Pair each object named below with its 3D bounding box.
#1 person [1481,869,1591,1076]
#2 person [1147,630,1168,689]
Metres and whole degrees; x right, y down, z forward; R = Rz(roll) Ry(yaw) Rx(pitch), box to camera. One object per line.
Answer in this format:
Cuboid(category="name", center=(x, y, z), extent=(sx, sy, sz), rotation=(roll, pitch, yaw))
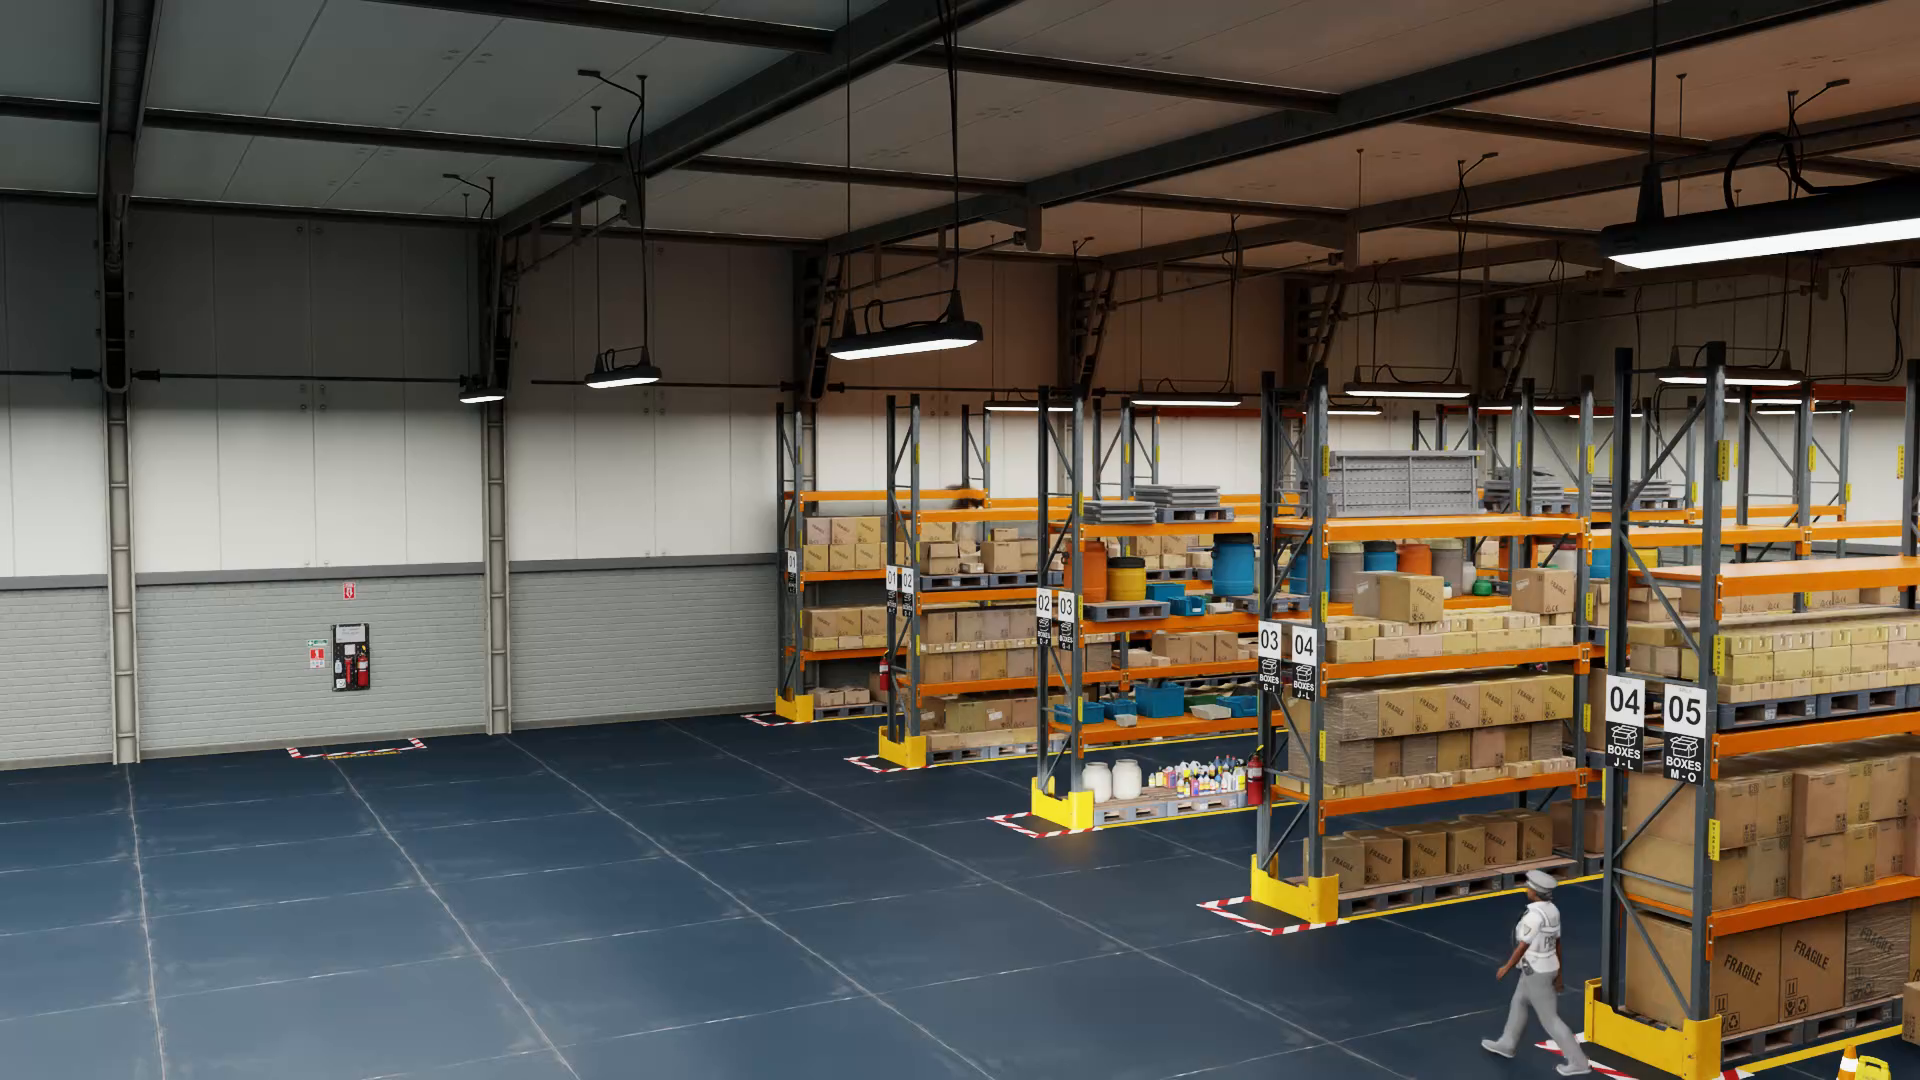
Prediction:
Cuboid(category="person", center=(4.766, 3.557, 13.763), extent=(0.983, 1.635, 0.450), rotation=(2, 4, 37))
Cuboid(category="person", center=(3.701, 2.537, 31.523), extent=(0.507, 1.683, 0.577), rotation=(-2, 4, -36))
